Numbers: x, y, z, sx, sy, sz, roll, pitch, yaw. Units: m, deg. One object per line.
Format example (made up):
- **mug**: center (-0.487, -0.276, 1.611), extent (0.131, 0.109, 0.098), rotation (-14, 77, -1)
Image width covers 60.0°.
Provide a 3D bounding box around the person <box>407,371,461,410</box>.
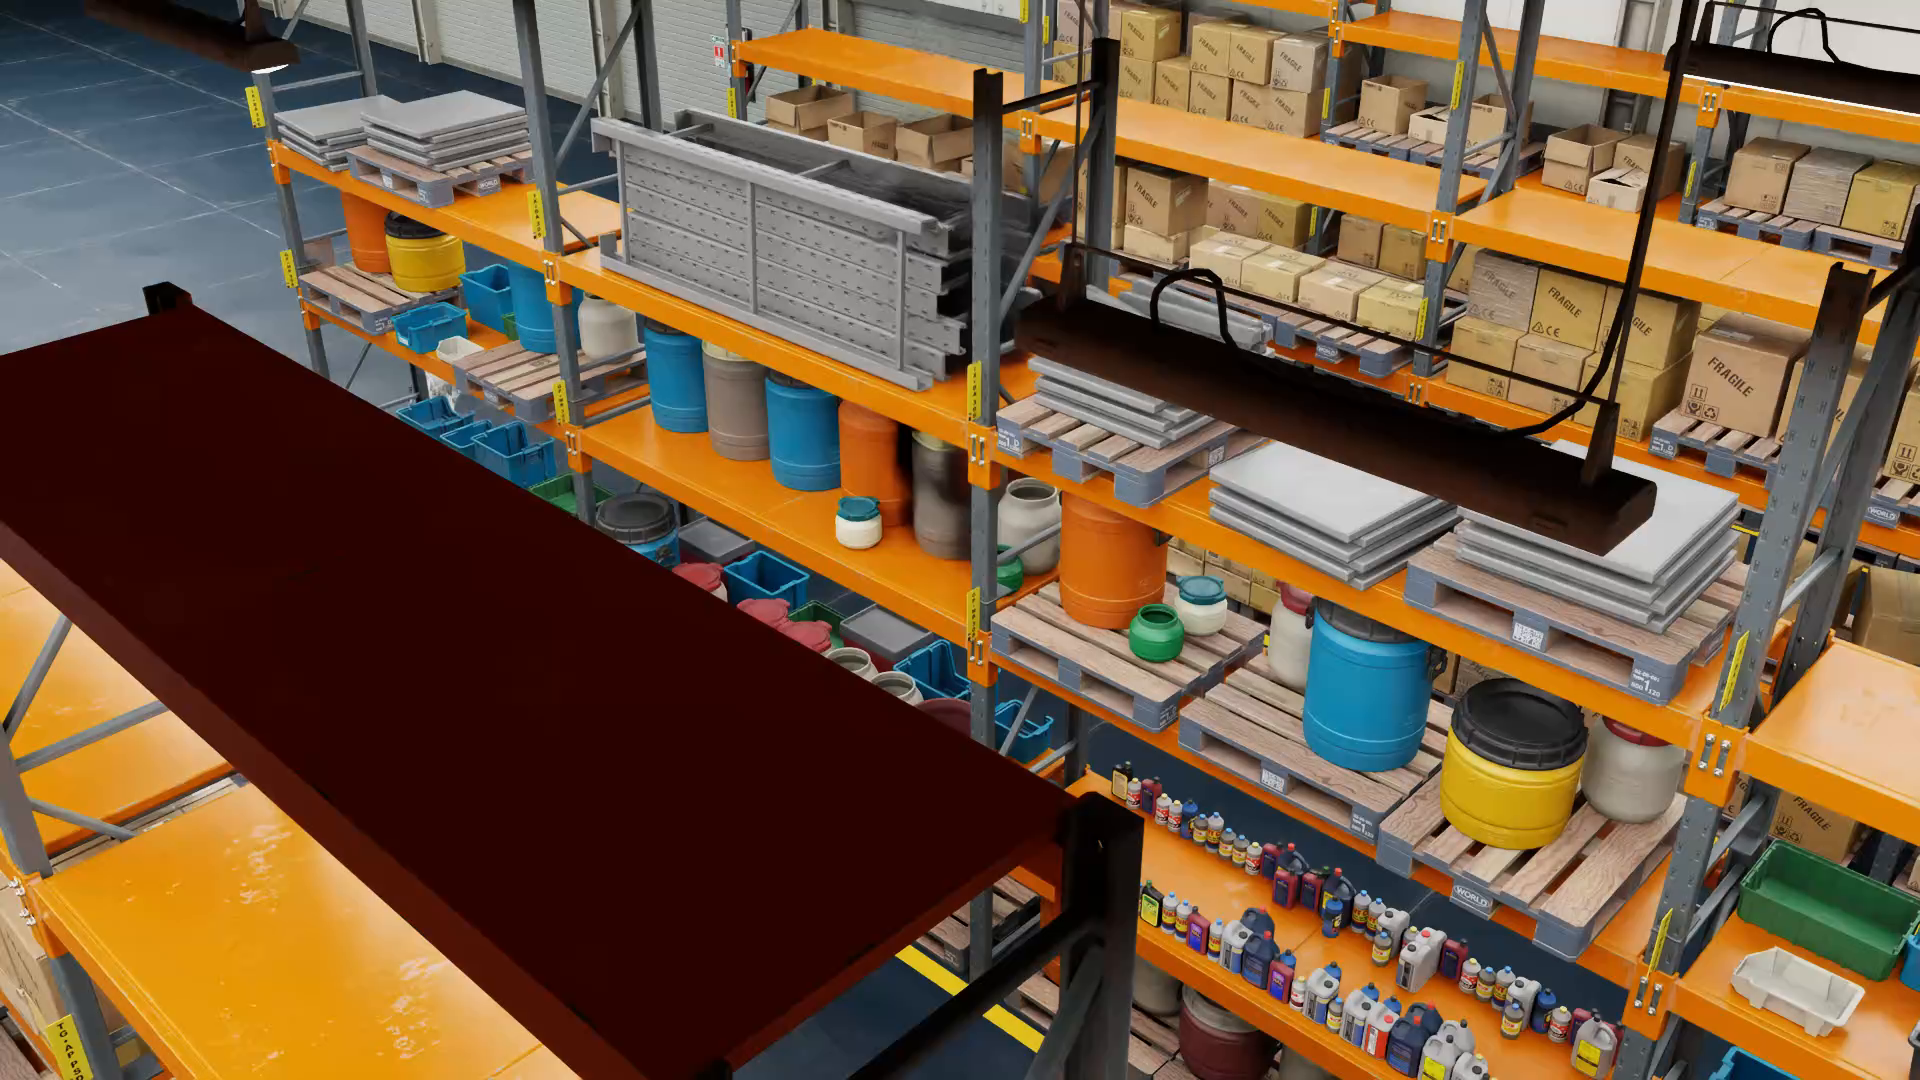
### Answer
- **person**: center (-5.278, -1.234, 16.711), extent (0.864, 1.686, 0.616), rotation (2, 29, 3)
